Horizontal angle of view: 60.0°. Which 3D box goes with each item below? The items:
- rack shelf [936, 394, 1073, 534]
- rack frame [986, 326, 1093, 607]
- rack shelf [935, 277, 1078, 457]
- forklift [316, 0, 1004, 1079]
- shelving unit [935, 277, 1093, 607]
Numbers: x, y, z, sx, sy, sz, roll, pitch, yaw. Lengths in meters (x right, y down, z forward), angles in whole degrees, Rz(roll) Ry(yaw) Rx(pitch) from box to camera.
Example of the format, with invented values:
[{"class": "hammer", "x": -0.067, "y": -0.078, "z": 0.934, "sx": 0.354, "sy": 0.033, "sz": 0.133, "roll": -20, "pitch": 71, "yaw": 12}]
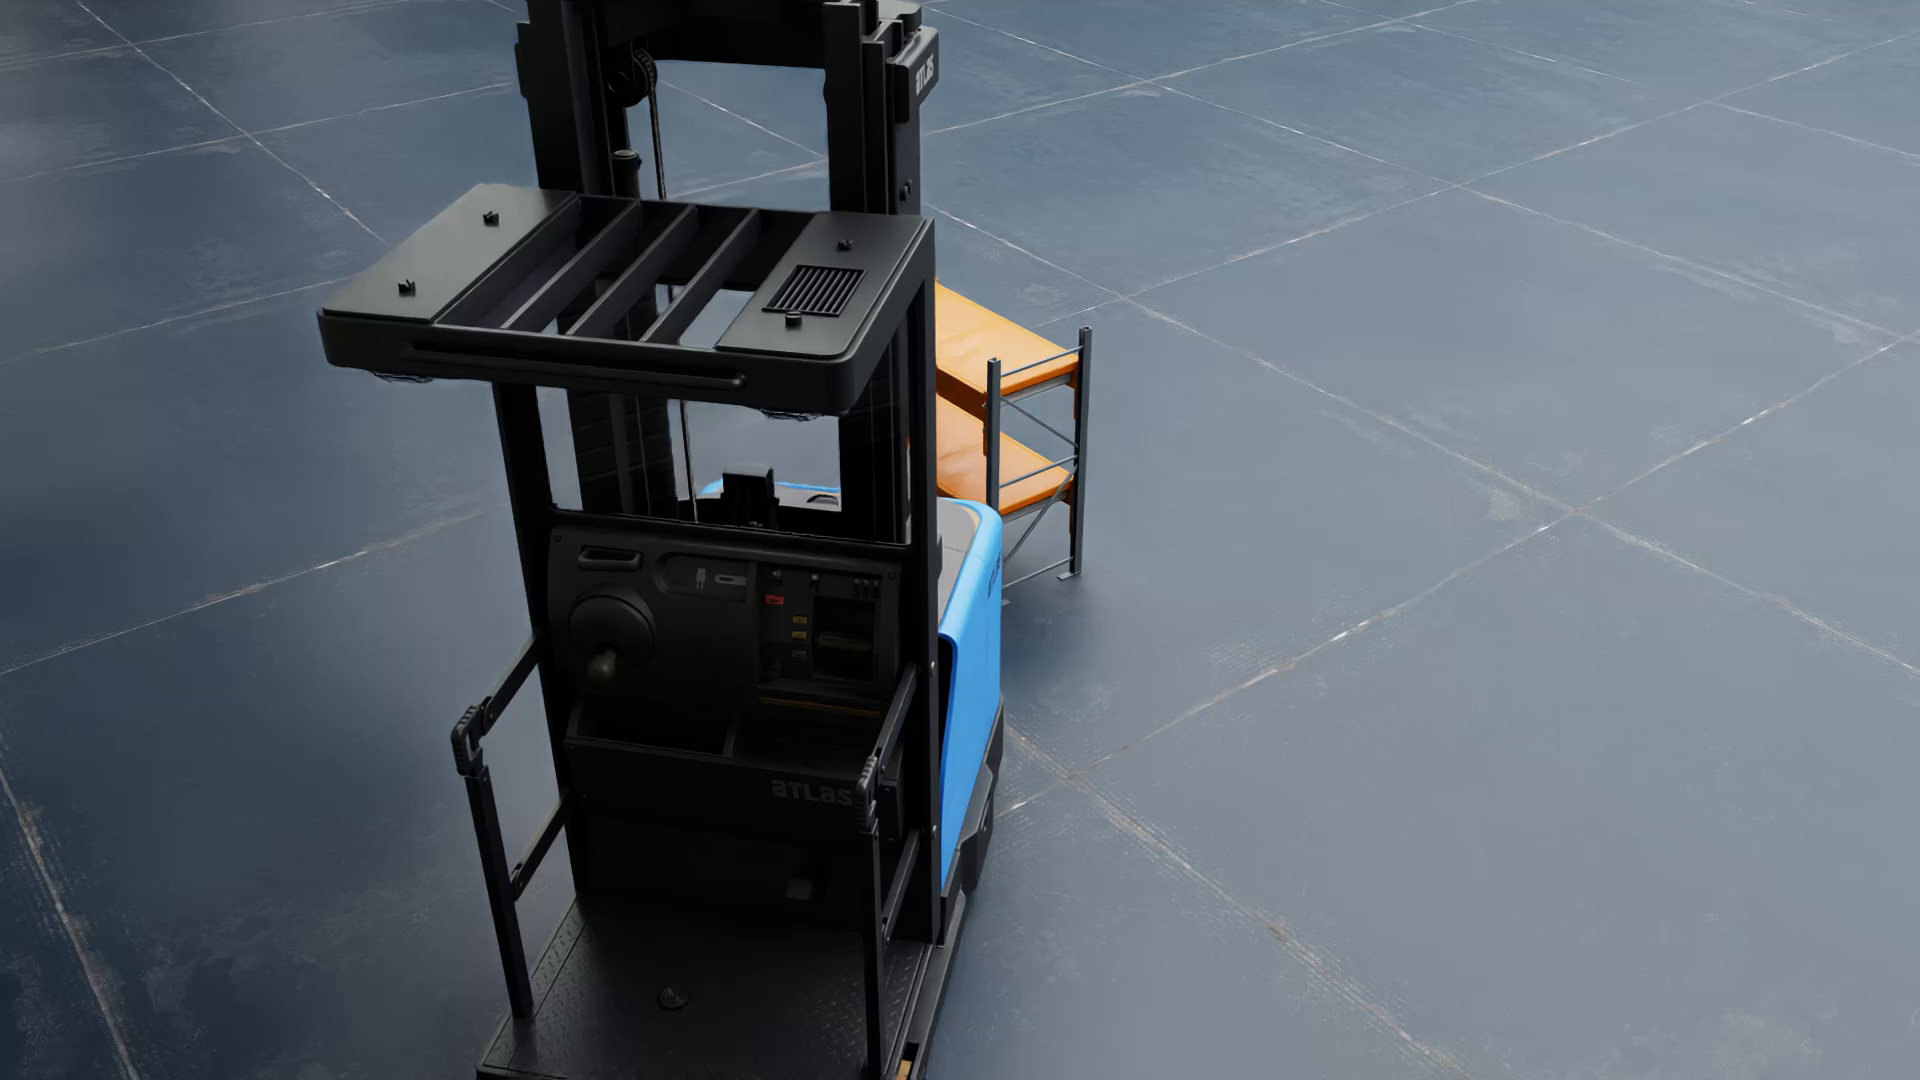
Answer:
[{"class": "rack shelf", "x": -0.004, "y": -0.273, "z": 7.087, "sx": 0.538, "sy": 0.278, "sz": 1.000, "roll": -22, "pitch": 38, "yaw": -31}, {"class": "rack frame", "x": 0.308, "y": -0.269, "z": 6.617, "sx": 0.500, "sy": 1.125, "sz": 0.032, "roll": -22, "pitch": 38, "yaw": -31}, {"class": "rack shelf", "x": -0.004, "y": -0.729, "z": 6.803, "sx": 0.538, "sy": 0.278, "sz": 1.000, "roll": -22, "pitch": 38, "yaw": -31}, {"class": "forklift", "x": -0.648, "y": 0.254, "z": 4.063, "sx": 1.130, "sy": 2.935, "sz": 3.031, "roll": 6, "pitch": 32, "yaw": 10}, {"class": "shelving unit", "x": -0.004, "y": -0.481, "z": 6.958, "sx": 0.538, "sy": 1.125, "sz": 1.048, "roll": -22, "pitch": 38, "yaw": -31}]
